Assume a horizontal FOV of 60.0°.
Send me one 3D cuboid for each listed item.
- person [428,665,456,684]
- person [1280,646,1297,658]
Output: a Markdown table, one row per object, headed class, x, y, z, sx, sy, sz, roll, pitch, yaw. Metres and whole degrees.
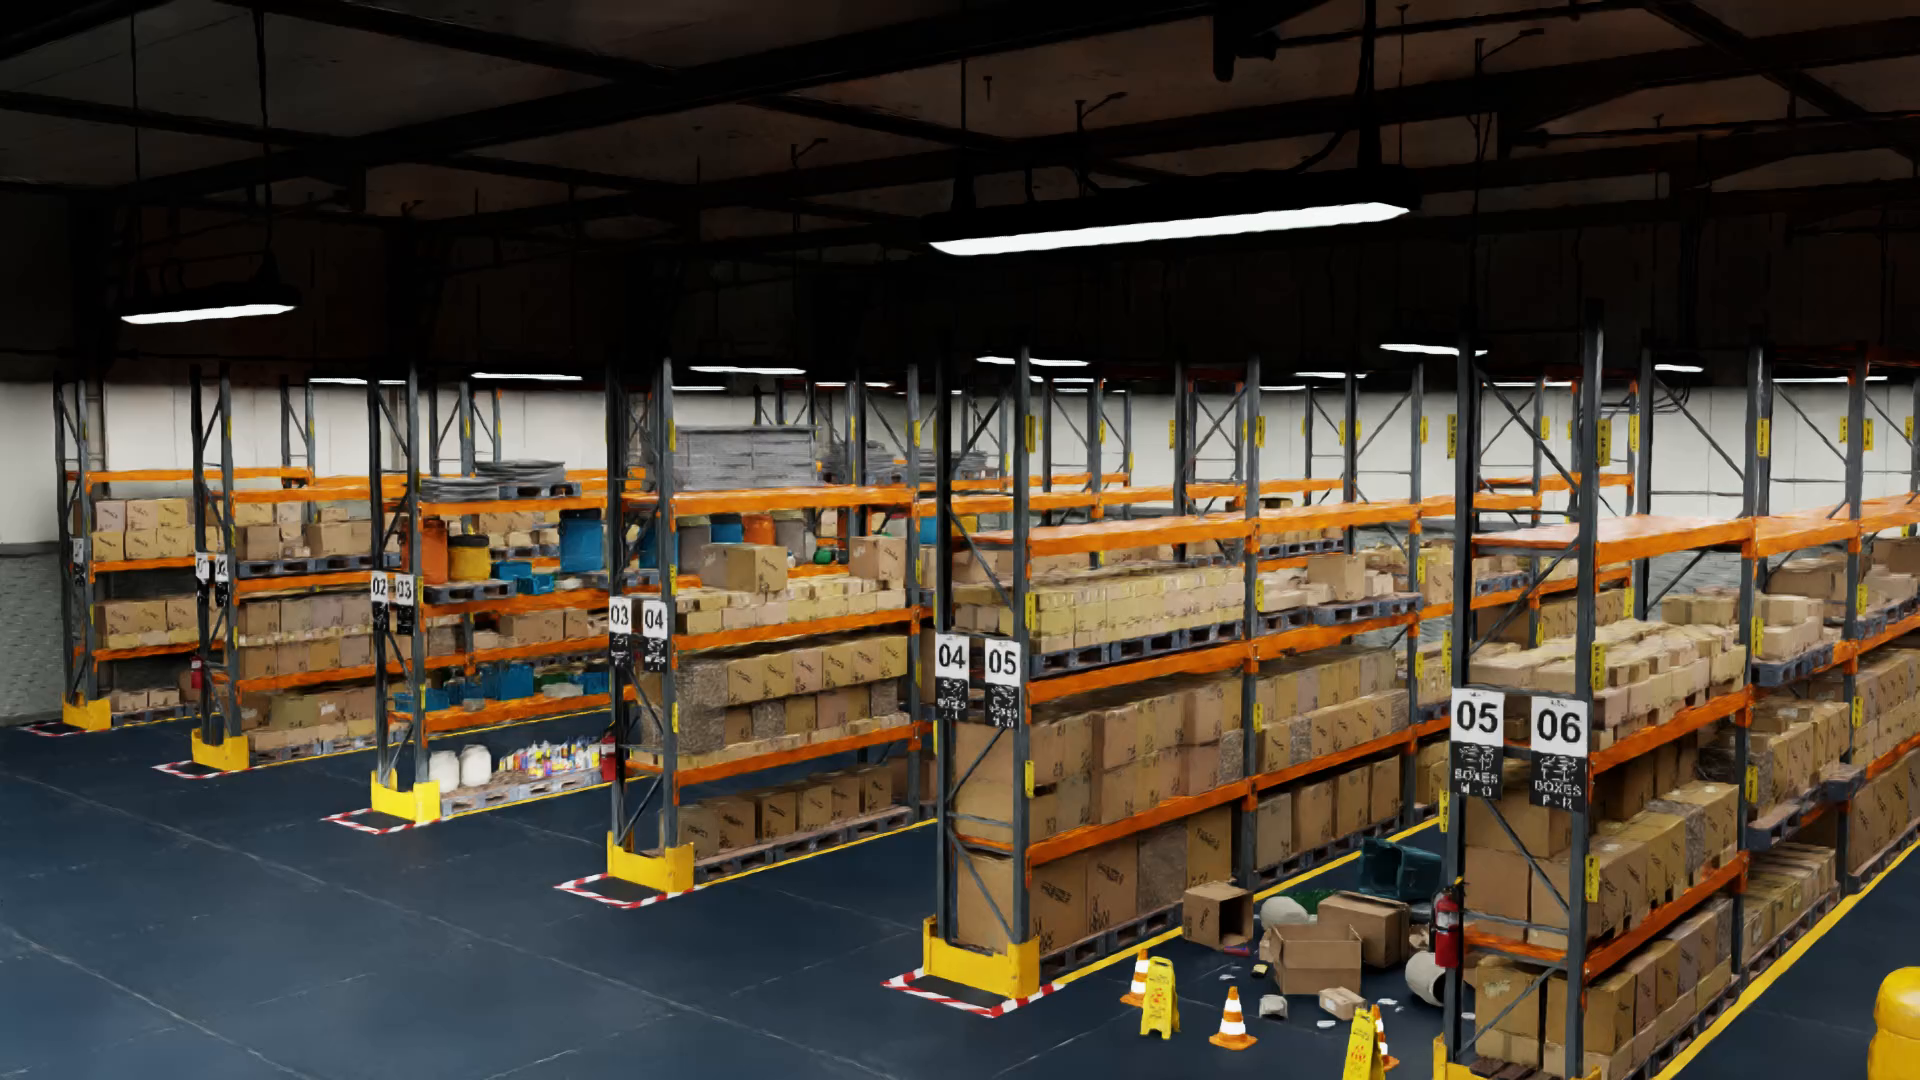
| class | x | y | z | sx | sy | sz | roll | pitch | yaw |
| --- | --- | --- | --- | --- | --- | --- | --- | --- | --- |
| person | -9.300 | 2.164 | 29.553 | 0.552 | 1.709 | 1.123 | 4 | 6 | 42 |
| person | 5.178 | 2.417 | 26.271 | 0.373 | 1.678 | 0.588 | 2 | 4 | 23 |
